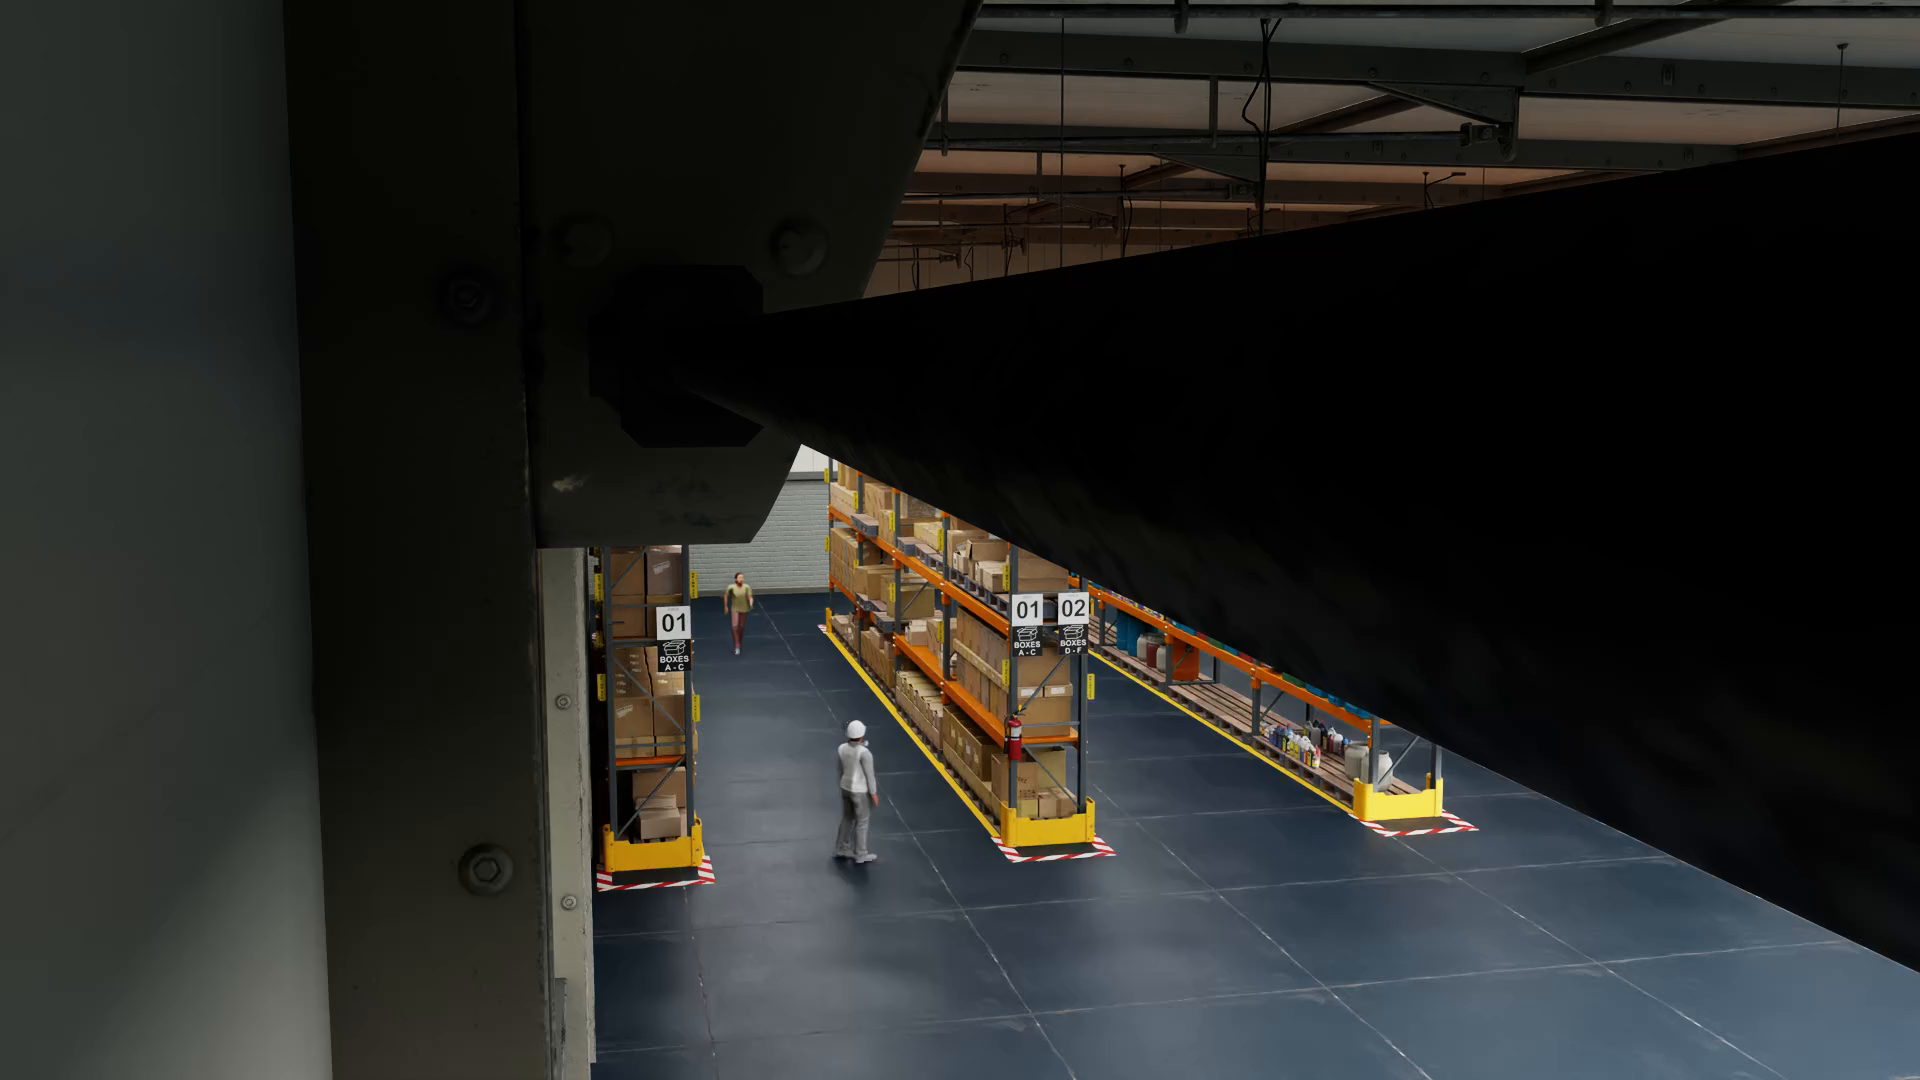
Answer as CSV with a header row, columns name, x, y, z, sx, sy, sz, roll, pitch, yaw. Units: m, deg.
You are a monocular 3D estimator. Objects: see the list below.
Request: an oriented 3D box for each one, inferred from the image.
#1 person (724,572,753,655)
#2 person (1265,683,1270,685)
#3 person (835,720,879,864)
name,x,y,z,sx,sy,sz,roll,pitch,yaw
person,-4.541,1.475,34.188,0.566,1.650,0.982,-2,7,-13
person,5.869,1.769,31.025,0.486,1.790,0.588,-2,7,-19
person,-1.252,3.067,20.306,0.435,1.798,0.616,-5,8,-37
